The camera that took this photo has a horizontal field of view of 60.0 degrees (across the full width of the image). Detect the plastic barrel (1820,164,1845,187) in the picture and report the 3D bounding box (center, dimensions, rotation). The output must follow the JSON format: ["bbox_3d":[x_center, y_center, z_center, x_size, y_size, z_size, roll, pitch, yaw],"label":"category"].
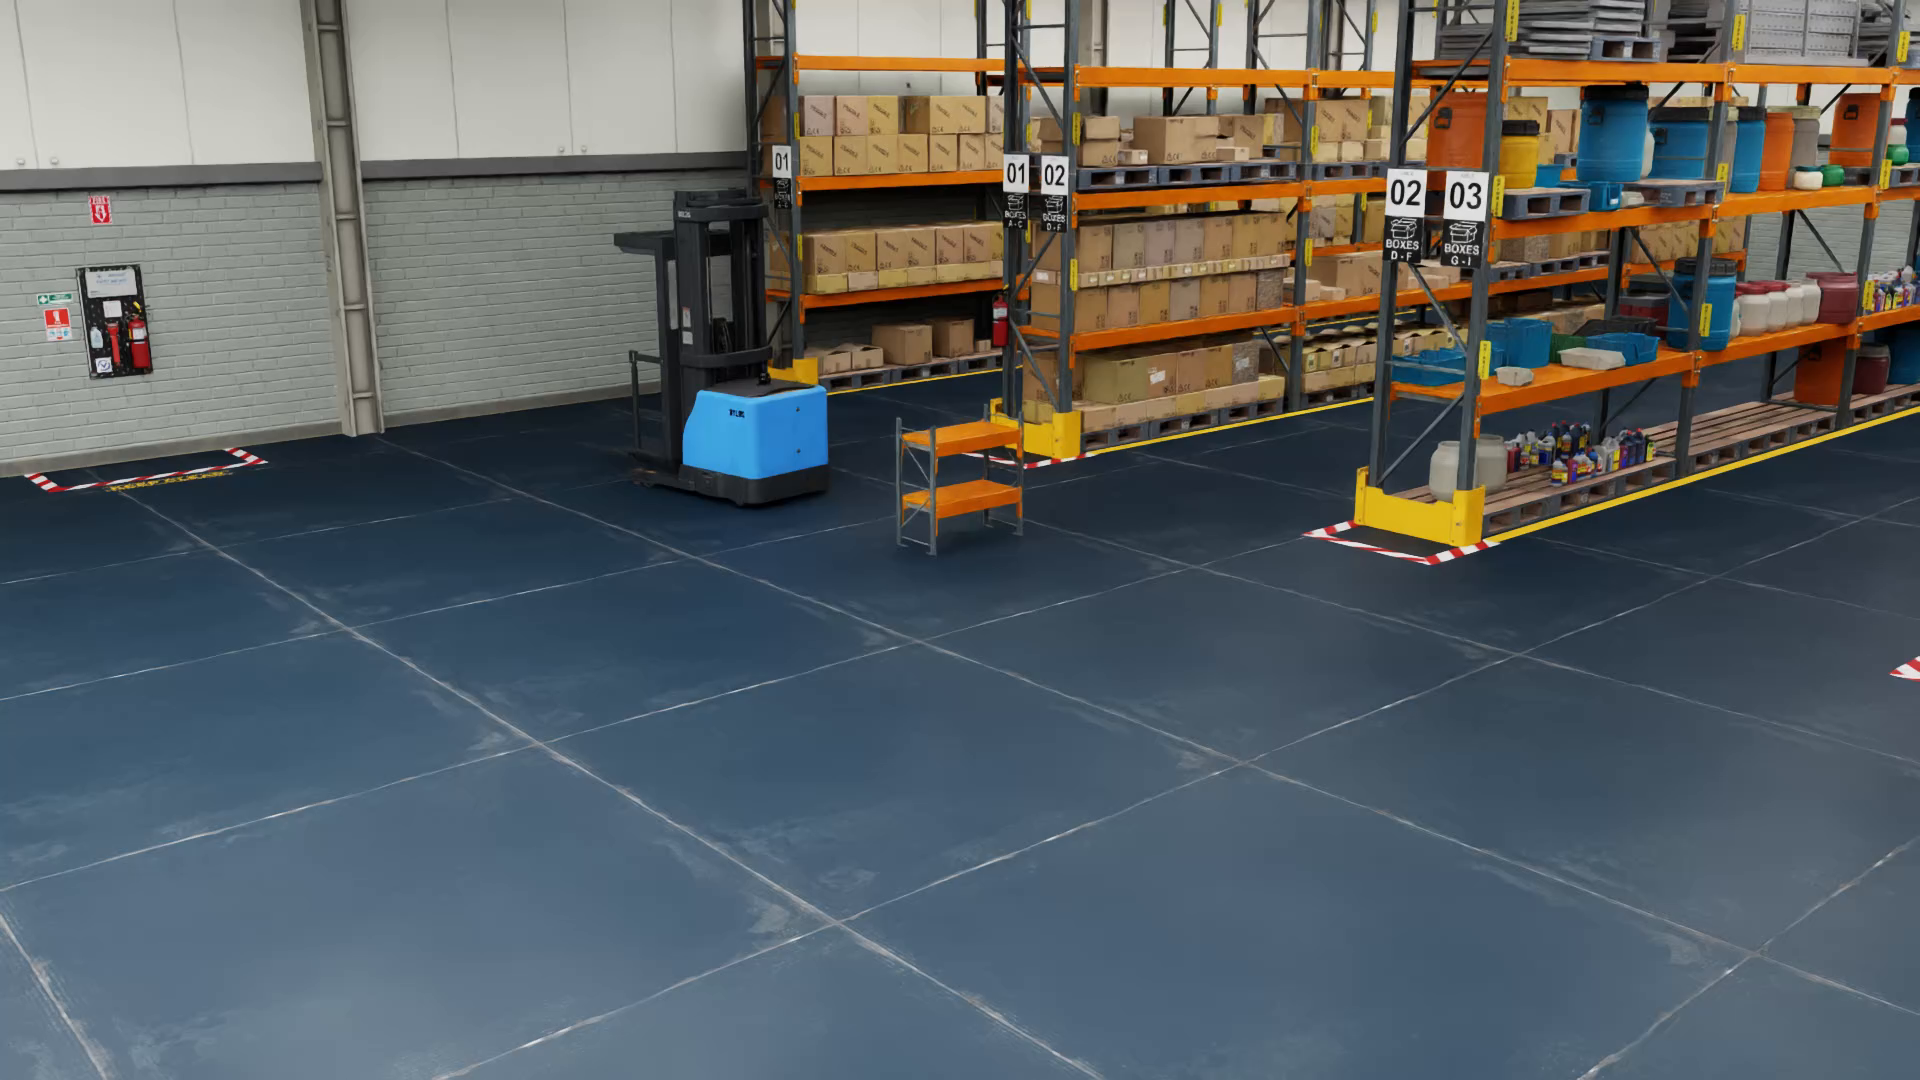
[{"bbox_3d":[9.978,-4.180,19.074,0.294,0.245,0.294,0,15,0],"label":"plastic barrel"}]

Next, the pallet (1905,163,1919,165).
[{"bbox_3d":[11.768,-4.548,20.519,1.213,0.211,1.003,-13,19,-39],"label":"pallet"}]

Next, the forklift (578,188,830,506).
[{"bbox_3d":[-2.720,-2.036,16.694,3.031,2.935,1.130,13,20,40],"label":"forklift"}]

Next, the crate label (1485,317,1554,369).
[{"bbox_3d":[5.307,-1.884,15.921,0.616,0.435,0.502,-13,19,-39],"label":"crate label"}]

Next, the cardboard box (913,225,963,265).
[{"bbox_3d":[-0.303,-4.099,23.081,0.500,0.500,0.500,-13,20,-41],"label":"cardboard box"}]

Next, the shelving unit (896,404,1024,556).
[{"bbox_3d":[0.005,-0.545,14.609,1.048,1.125,0.538,-13,19,-39],"label":"shelving unit"}]

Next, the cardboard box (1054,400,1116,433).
[{"bbox_3d":[1.398,-1.389,18.652,0.500,0.250,0.500,-13,19,-39],"label":"cardboard box"}]

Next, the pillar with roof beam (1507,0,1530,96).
[{"bbox_3d":[13.958,-8.827,30.360,0.400,9.000,9.100,-13,19,-39],"label":"pillar with roof beam"}]

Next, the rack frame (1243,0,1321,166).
[{"bbox_3d":[3.865,-6.043,19.936,0.127,3.000,1.000,-13,19,-39],"label":"rack frame"}]

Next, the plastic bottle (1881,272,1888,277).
[{"bbox_3d":[12.168,-3.392,21.887,0.097,0.271,0.097,0,15,0],"label":"plastic bottle"}]

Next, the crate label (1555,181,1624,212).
[{"bbox_3d":[5.725,-3.132,15.140,0.408,0.251,0.502,-13,19,-39],"label":"crate label"}]

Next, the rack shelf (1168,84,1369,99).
[{"bbox_3d":[5.136,-7.483,27.494,4.000,0.370,1.077,-13,19,-39],"label":"rack shelf"}]

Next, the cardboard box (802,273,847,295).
[{"bbox_3d":[-1.831,-3.389,21.877,0.500,0.250,0.500,-13,20,-41],"label":"cardboard box"}]

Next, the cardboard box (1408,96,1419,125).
[{"bbox_3d":[7.751,-7.608,29.439,0.500,0.500,0.500,-13,20,-40],"label":"cardboard box"}]

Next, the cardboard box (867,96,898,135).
[{"bbox_3d":[-1.167,-5.603,21.932,0.500,0.500,0.500,-12,19,-38],"label":"cardboard box"}]

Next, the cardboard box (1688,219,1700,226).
[{"bbox_3d":[11.606,-5.319,26.718,0.500,0.500,0.500,-12,19,-38],"label":"cardboard box"}]

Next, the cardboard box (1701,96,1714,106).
[{"bbox_3d":[11.801,-6.894,26.804,0.500,0.500,0.700,-13,19,-39],"label":"cardboard box"}]

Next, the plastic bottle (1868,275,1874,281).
[{"bbox_3d":[11.676,-3.275,21.438,0.135,0.276,0.152,-13,19,-39],"label":"plastic bottle"}]

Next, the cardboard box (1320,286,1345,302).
[{"bbox_3d":[4.667,-3.134,21.156,0.250,0.149,0.380,-13,19,-39],"label":"cardboard box"}]

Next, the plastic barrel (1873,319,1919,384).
[{"bbox_3d":[12.193,-2.515,21.607,0.708,0.901,0.600,-13,19,-39],"label":"plastic barrel"}]

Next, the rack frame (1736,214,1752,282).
[{"bbox_3d":[12.917,-5.178,28.321,0.127,3.000,1.000,-13,19,-39],"label":"rack frame"}]

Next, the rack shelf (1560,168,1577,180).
[{"bbox_3d":[8.391,-5.263,24.222,4.000,0.370,1.077,-13,19,-39],"label":"rack shelf"}]

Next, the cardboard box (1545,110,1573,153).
[{"bbox_3d":[8.467,-5.951,24.204,0.600,0.600,0.600,-14,20,-41],"label":"cardboard box"}]

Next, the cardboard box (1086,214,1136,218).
[{"bbox_3d":[2.354,-4.750,25.674,0.500,0.500,0.700,-13,19,-39],"label":"cardboard box"}]

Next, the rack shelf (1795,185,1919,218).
[{"bbox_3d":[11.640,-4.298,20.609,4.000,0.370,1.077,-13,19,-39],"label":"rack shelf"}]

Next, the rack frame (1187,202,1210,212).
[{"bbox_3d":[3.627,-4.786,26.856,0.127,3.000,1.000,-13,19,-39],"label":"rack frame"}]

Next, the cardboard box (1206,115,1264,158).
[{"bbox_3d":[3.311,-4.879,20.111,0.500,0.500,0.500,-11,18,-35],"label":"cardboard box"}]

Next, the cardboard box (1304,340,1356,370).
[{"bbox_3d":[4.721,-2.395,21.333,0.500,0.311,0.500,-13,20,-40],"label":"cardboard box"}]

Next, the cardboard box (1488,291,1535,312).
[{"bbox_3d":[8.242,-3.578,24.871,0.500,0.250,0.500,-13,20,-40],"label":"cardboard box"}]

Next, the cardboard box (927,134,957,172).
[{"bbox_3d":[-0.392,-5.298,22.725,0.500,0.500,0.500,-14,20,-41],"label":"cardboard box"}]

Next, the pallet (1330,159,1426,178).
[{"bbox_3d":[5.587,-4.858,21.678,1.213,0.211,1.003,-12,19,-37],"label":"pallet"}]

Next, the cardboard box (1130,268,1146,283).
[{"bbox_3d":[1.863,-2.983,18.654,0.250,0.149,0.380,-13,20,-40],"label":"cardboard box"}]

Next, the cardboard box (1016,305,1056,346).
[{"bbox_3d":[1.154,-3.241,25.063,0.500,0.500,0.700,-12,19,-38],"label":"cardboard box"}]

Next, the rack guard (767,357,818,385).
[{"bbox_3d":[-2.350,-2.236,22.153,0.348,0.500,1.175,-13,19,-39],"label":"rack guard"}]

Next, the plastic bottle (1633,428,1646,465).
[{"bbox_3d":[6.817,-0.947,16.765,0.185,0.351,0.144,-13,20,-41],"label":"plastic bottle"}]

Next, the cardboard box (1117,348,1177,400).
[{"bbox_3d":[2.142,-1.924,19.201,0.500,0.500,0.500,-13,19,-39],"label":"cardboard box"}]

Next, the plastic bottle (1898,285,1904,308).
[{"bbox_3d":[11.472,-2.977,20.330,0.097,0.271,0.097,0,15,0],"label":"plastic bottle"}]

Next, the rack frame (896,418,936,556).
[{"bbox_3d":[-0.378,-0.458,14.287,0.032,1.125,0.500,-13,19,-39],"label":"rack frame"}]

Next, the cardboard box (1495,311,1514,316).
[{"bbox_3d":[7.824,-3.119,24.605,0.500,0.500,0.500,-14,20,-41],"label":"cardboard box"}]

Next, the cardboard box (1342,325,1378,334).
[{"bbox_3d":[5.517,-2.760,22.697,0.500,0.311,0.500,-13,20,-41],"label":"cardboard box"}]

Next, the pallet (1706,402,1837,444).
[{"bbox_3d":[9.521,-1.387,19.532,1.213,0.211,1.003,-13,19,-39],"label":"pallet"}]

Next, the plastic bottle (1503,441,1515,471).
[{"bbox_3d":[5.402,-0.833,16.480,0.135,0.276,0.152,-12,19,-39],"label":"plastic bottle"}]

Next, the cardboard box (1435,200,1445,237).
[{"bbox_3d":[8.743,-6.073,31.090,0.700,0.700,0.980,-13,20,-40],"label":"cardboard box"}]

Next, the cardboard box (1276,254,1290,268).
[{"bbox_3d":[3.800,-3.419,20.285,0.250,0.149,0.380,-13,20,-39],"label":"cardboard box"}]

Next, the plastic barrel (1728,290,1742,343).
[{"bbox_3d":[7.979,-2.365,17.528,0.433,0.535,0.433,0,15,0],"label":"plastic barrel"}]

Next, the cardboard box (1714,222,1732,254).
[{"bbox_3d":[12.369,-5.008,27.494,0.500,0.500,0.500,-12,19,-39],"label":"cardboard box"}]

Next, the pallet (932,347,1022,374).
[{"bbox_3d":[0.127,-2.641,24.227,1.213,0.211,1.003,-13,19,-39],"label":"pallet"}]

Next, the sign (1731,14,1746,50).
[{"bbox_3d":[7.466,-4.868,15.943,0.005,0.325,0.100,-13,19,-39],"label":"sign"}]

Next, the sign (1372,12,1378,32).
[{"bbox_3d":[7.010,-8.748,28.099,0.005,0.325,0.100,-13,19,-39],"label":"sign"}]

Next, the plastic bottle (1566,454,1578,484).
[{"bbox_3d":[5.851,-0.684,15.908,0.133,0.283,0.061,-12,19,-38],"label":"plastic bottle"}]

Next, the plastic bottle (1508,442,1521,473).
[{"bbox_3d":[5.472,-0.816,16.402,0.133,0.283,0.061,-13,19,-39],"label":"plastic bottle"}]

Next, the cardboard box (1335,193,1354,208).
[{"bbox_3d":[6.461,-5.899,28.759,0.500,0.250,0.500,-12,19,-38],"label":"cardboard box"}]

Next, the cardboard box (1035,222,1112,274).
[{"bbox_3d":[1.248,-3.228,18.314,0.500,0.500,0.700,-13,19,-39],"label":"cardboard box"}]

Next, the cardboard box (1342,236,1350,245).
[{"bbox_3d":[6.576,-5.240,29.001,0.250,0.149,0.380,-12,19,-39],"label":"cardboard box"}]
